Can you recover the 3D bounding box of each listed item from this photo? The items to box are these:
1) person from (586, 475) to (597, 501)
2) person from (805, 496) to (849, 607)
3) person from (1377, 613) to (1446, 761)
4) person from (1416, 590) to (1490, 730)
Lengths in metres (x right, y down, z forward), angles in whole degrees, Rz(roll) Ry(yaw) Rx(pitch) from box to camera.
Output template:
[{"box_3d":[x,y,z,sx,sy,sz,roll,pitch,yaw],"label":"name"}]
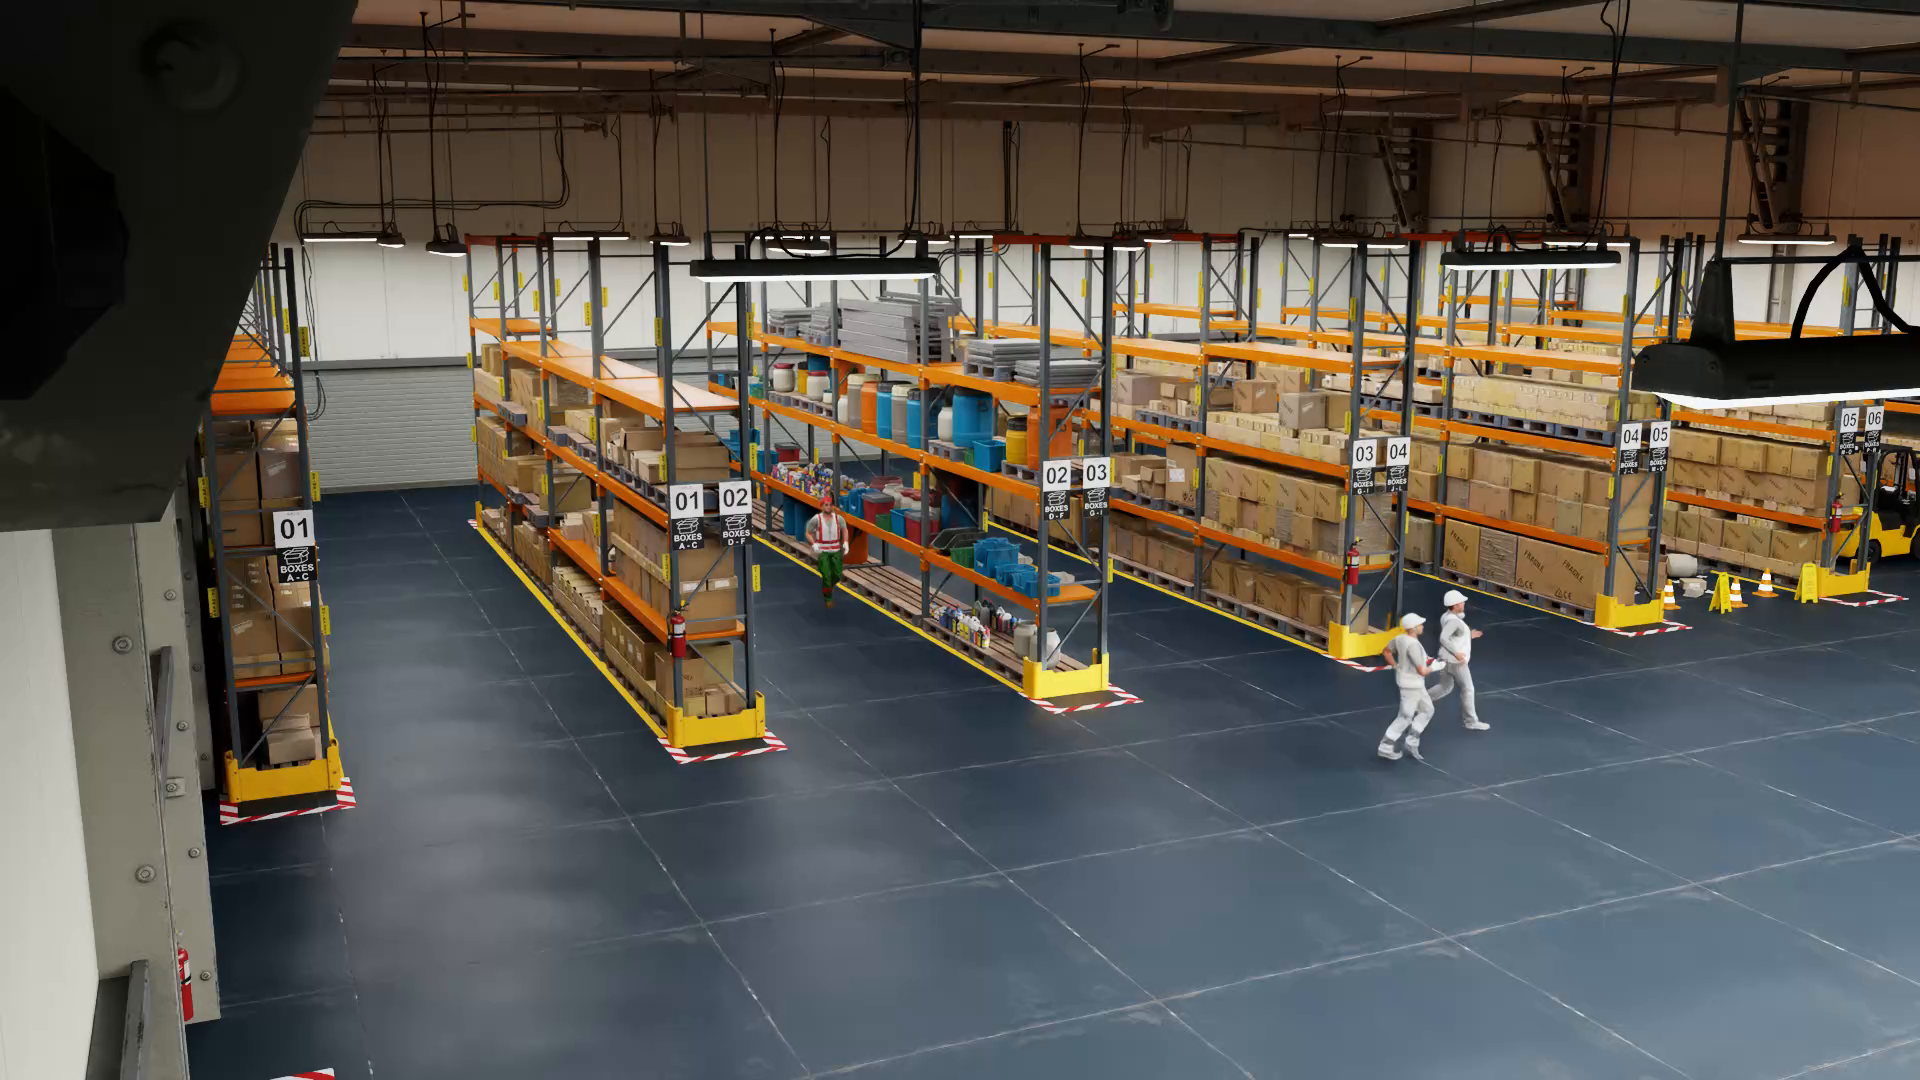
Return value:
[{"box_3d":[-7.752,-1.227,35.019,0.679,1.723,0.901,-7,13,-32],"label":"person"},{"box_3d":[-2.082,0.172,26.120,0.702,1.755,0.566,-4,12,-21],"label":"person"},{"box_3d":[5.289,1.740,19.472,0.743,1.824,0.640,1,11,5],"label":"person"},{"box_3d":[6.146,1.485,20.715,0.969,1.749,0.659,1,11,3],"label":"person"}]
